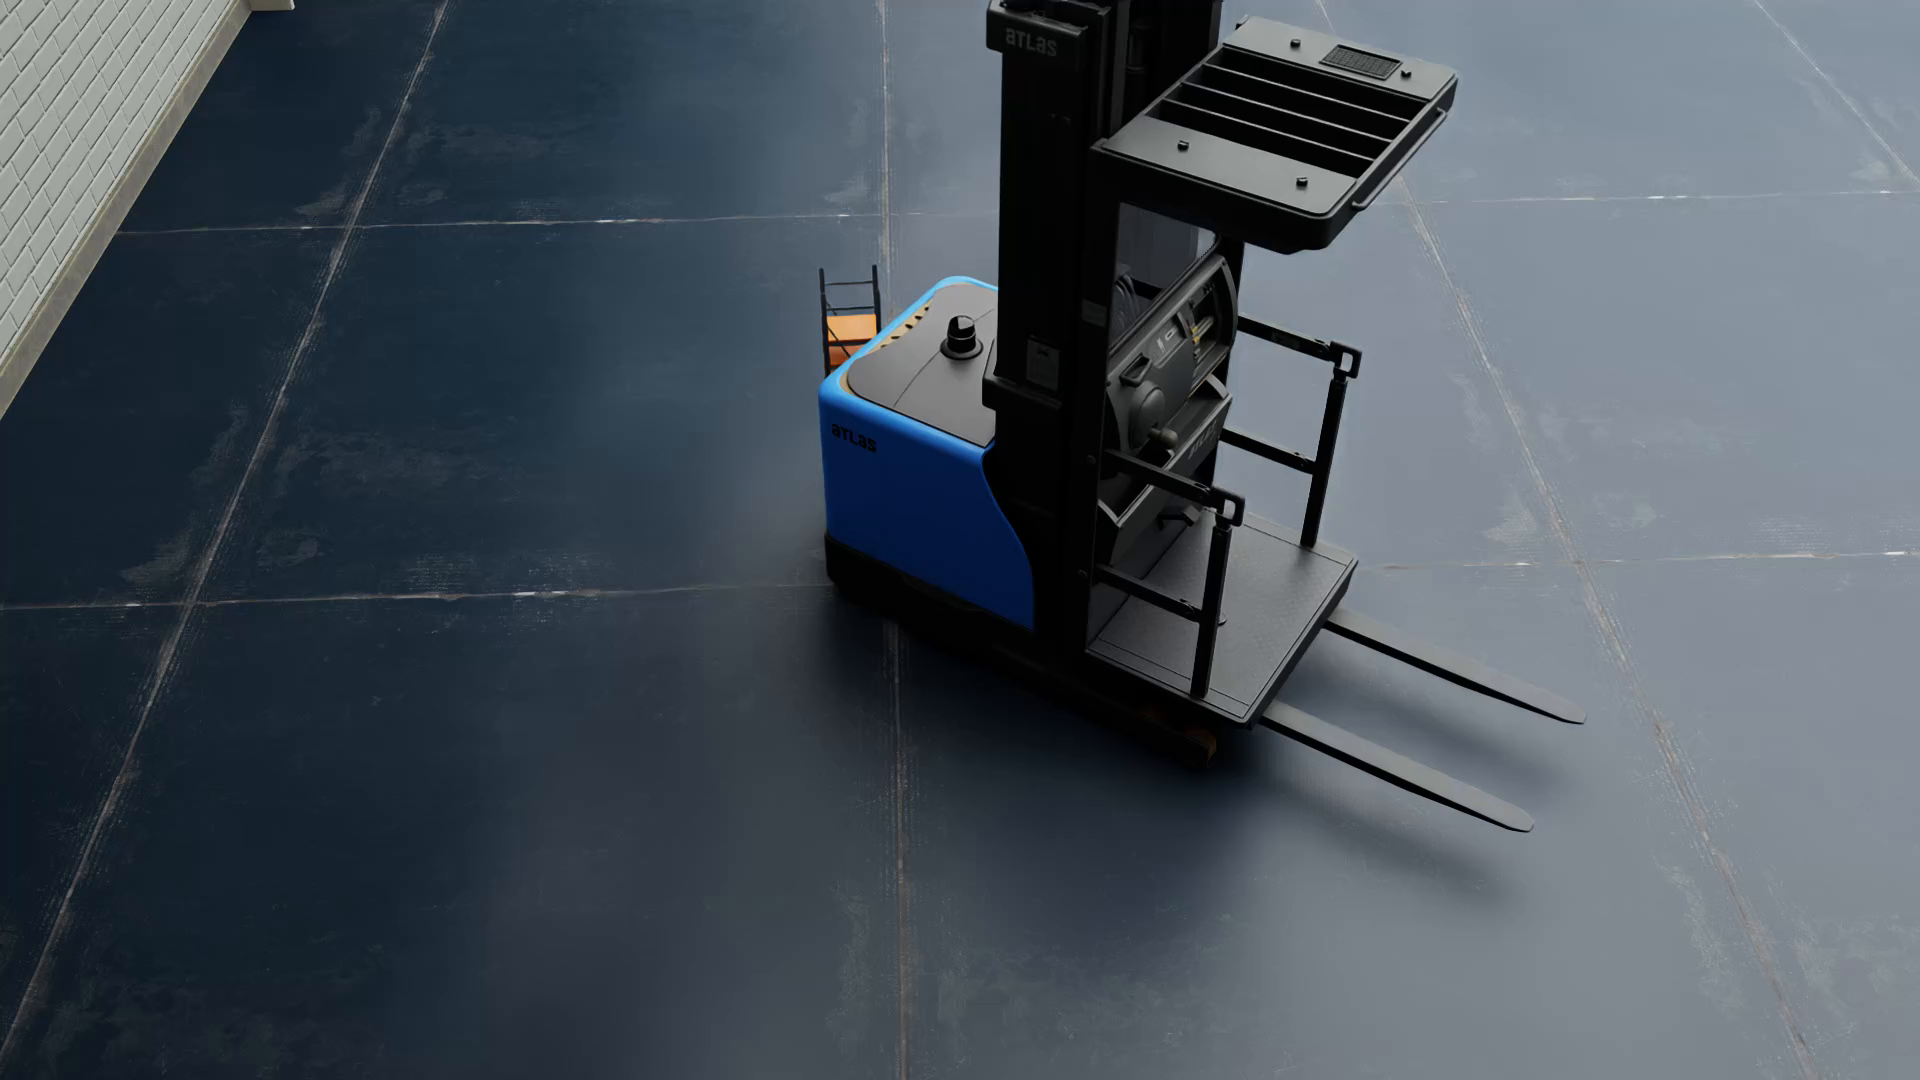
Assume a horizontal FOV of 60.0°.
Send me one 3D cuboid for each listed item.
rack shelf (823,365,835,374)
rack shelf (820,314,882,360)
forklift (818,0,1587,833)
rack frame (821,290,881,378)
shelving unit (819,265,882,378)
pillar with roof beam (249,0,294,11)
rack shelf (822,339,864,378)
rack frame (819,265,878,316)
[{"bbox_3d":[-0.452,-0.679,7.141,0.258,0.103,0.180,-4,43,-4],"label":"rack shelf"},{"bbox_3d":[-0.453,-0.856,6.978,0.258,0.103,0.180,-4,43,-4],"label":"rack shelf"},{"bbox_3d":[0.943,-0.618,5.905,3.031,2.935,1.130,24,48,24],"label":"forklift"},{"bbox_3d":[-0.443,-0.562,7.124,0.240,1.200,0.006,-4,43,-4],"label":"rack frame"},{"bbox_3d":[-0.452,-0.623,7.192,0.258,1.200,0.189,-4,43,-4],"label":"shelving unit"},{"bbox_3d":[-0.416,-7.188,8.582,9.100,9.000,0.400,-2,43,-2],"label":"pillar with roof beam"},{"bbox_3d":[-0.453,-0.767,7.059,0.258,0.103,0.180,-4,43,-4],"label":"rack shelf"},{"bbox_3d":[-0.462,-0.685,7.259,0.240,1.200,0.006,-4,43,-4],"label":"rack frame"}]
